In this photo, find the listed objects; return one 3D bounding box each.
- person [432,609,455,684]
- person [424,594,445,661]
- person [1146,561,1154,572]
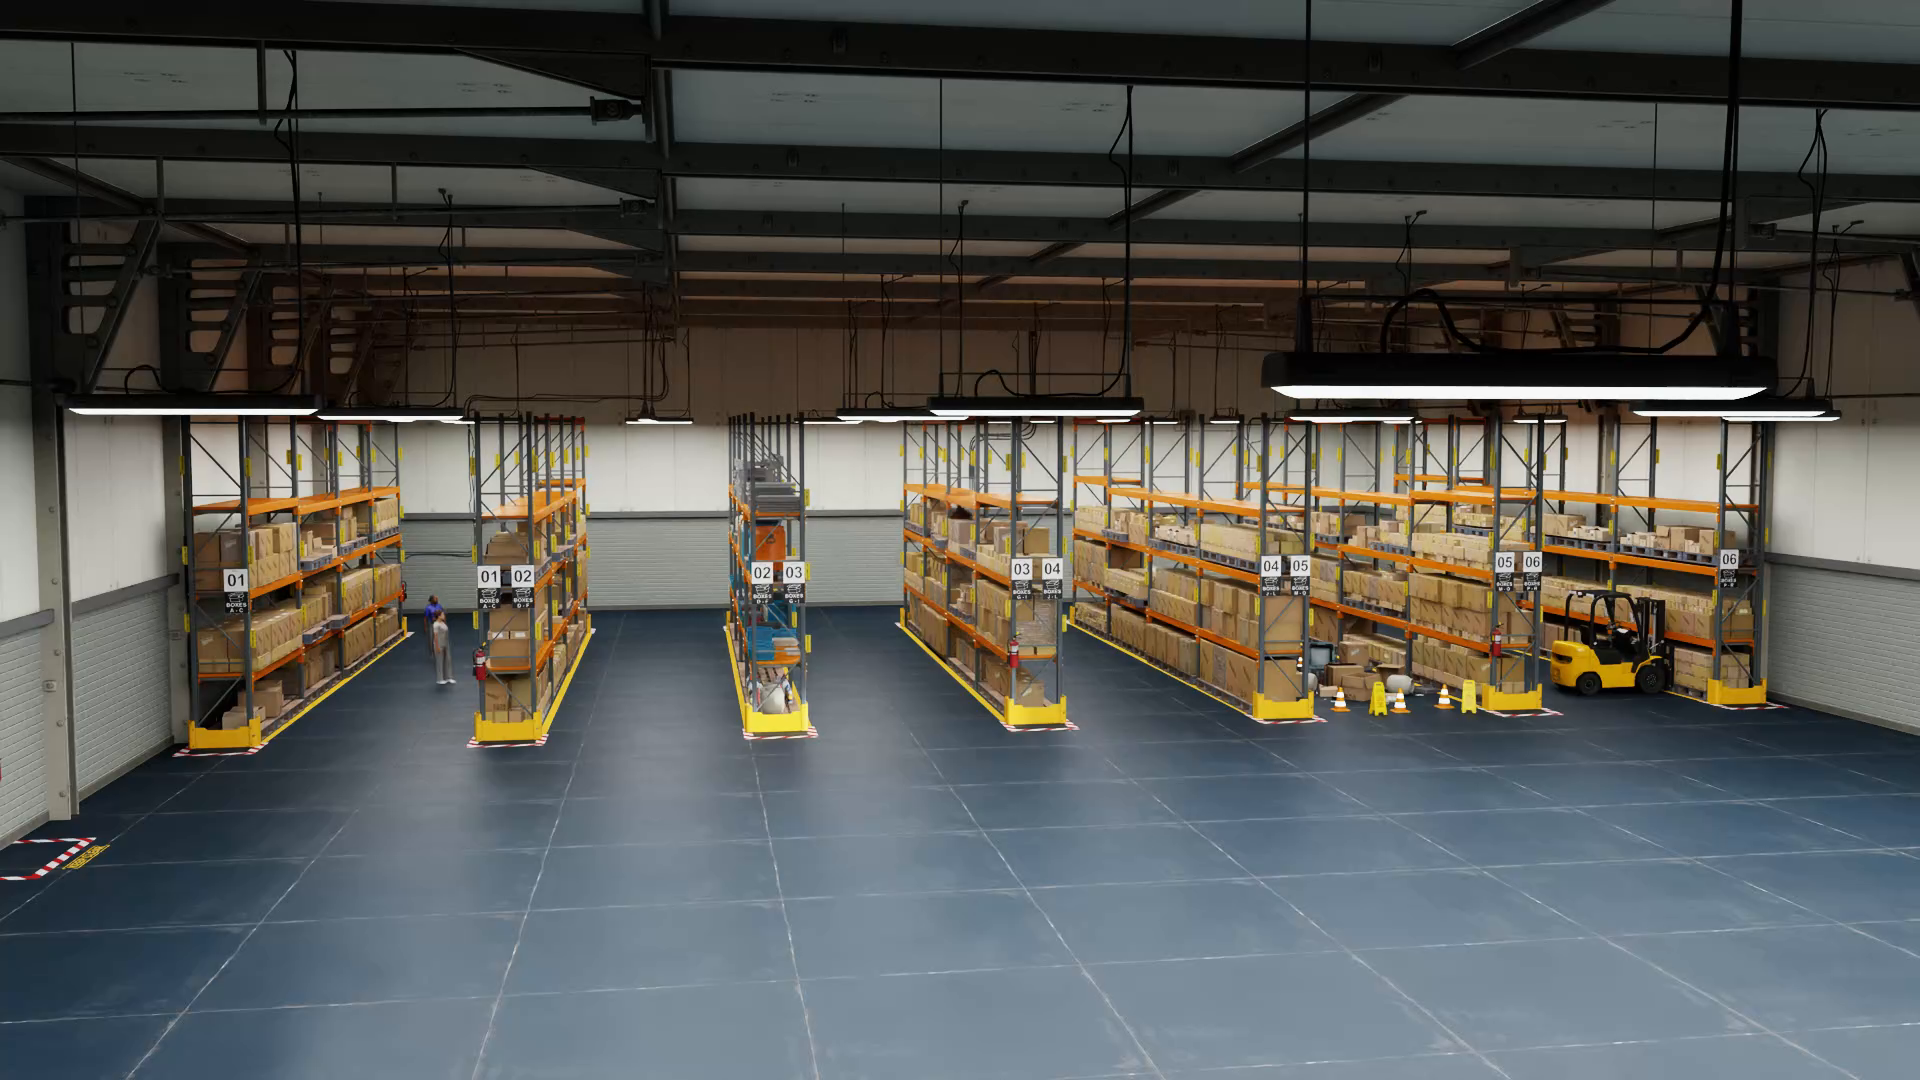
[{"bbox_3d":[-11.544,2.377,37.084,0.377,1.668,0.508,2,4,25],"label":"person"},{"bbox_3d":[-12.934,2.128,40.961,0.536,1.605,0.951,-1,4,-16],"label":"person"},{"bbox_3d":[5.718,1.397,51.546,0.703,1.692,0.477,-3,5,-35],"label":"person"}]
